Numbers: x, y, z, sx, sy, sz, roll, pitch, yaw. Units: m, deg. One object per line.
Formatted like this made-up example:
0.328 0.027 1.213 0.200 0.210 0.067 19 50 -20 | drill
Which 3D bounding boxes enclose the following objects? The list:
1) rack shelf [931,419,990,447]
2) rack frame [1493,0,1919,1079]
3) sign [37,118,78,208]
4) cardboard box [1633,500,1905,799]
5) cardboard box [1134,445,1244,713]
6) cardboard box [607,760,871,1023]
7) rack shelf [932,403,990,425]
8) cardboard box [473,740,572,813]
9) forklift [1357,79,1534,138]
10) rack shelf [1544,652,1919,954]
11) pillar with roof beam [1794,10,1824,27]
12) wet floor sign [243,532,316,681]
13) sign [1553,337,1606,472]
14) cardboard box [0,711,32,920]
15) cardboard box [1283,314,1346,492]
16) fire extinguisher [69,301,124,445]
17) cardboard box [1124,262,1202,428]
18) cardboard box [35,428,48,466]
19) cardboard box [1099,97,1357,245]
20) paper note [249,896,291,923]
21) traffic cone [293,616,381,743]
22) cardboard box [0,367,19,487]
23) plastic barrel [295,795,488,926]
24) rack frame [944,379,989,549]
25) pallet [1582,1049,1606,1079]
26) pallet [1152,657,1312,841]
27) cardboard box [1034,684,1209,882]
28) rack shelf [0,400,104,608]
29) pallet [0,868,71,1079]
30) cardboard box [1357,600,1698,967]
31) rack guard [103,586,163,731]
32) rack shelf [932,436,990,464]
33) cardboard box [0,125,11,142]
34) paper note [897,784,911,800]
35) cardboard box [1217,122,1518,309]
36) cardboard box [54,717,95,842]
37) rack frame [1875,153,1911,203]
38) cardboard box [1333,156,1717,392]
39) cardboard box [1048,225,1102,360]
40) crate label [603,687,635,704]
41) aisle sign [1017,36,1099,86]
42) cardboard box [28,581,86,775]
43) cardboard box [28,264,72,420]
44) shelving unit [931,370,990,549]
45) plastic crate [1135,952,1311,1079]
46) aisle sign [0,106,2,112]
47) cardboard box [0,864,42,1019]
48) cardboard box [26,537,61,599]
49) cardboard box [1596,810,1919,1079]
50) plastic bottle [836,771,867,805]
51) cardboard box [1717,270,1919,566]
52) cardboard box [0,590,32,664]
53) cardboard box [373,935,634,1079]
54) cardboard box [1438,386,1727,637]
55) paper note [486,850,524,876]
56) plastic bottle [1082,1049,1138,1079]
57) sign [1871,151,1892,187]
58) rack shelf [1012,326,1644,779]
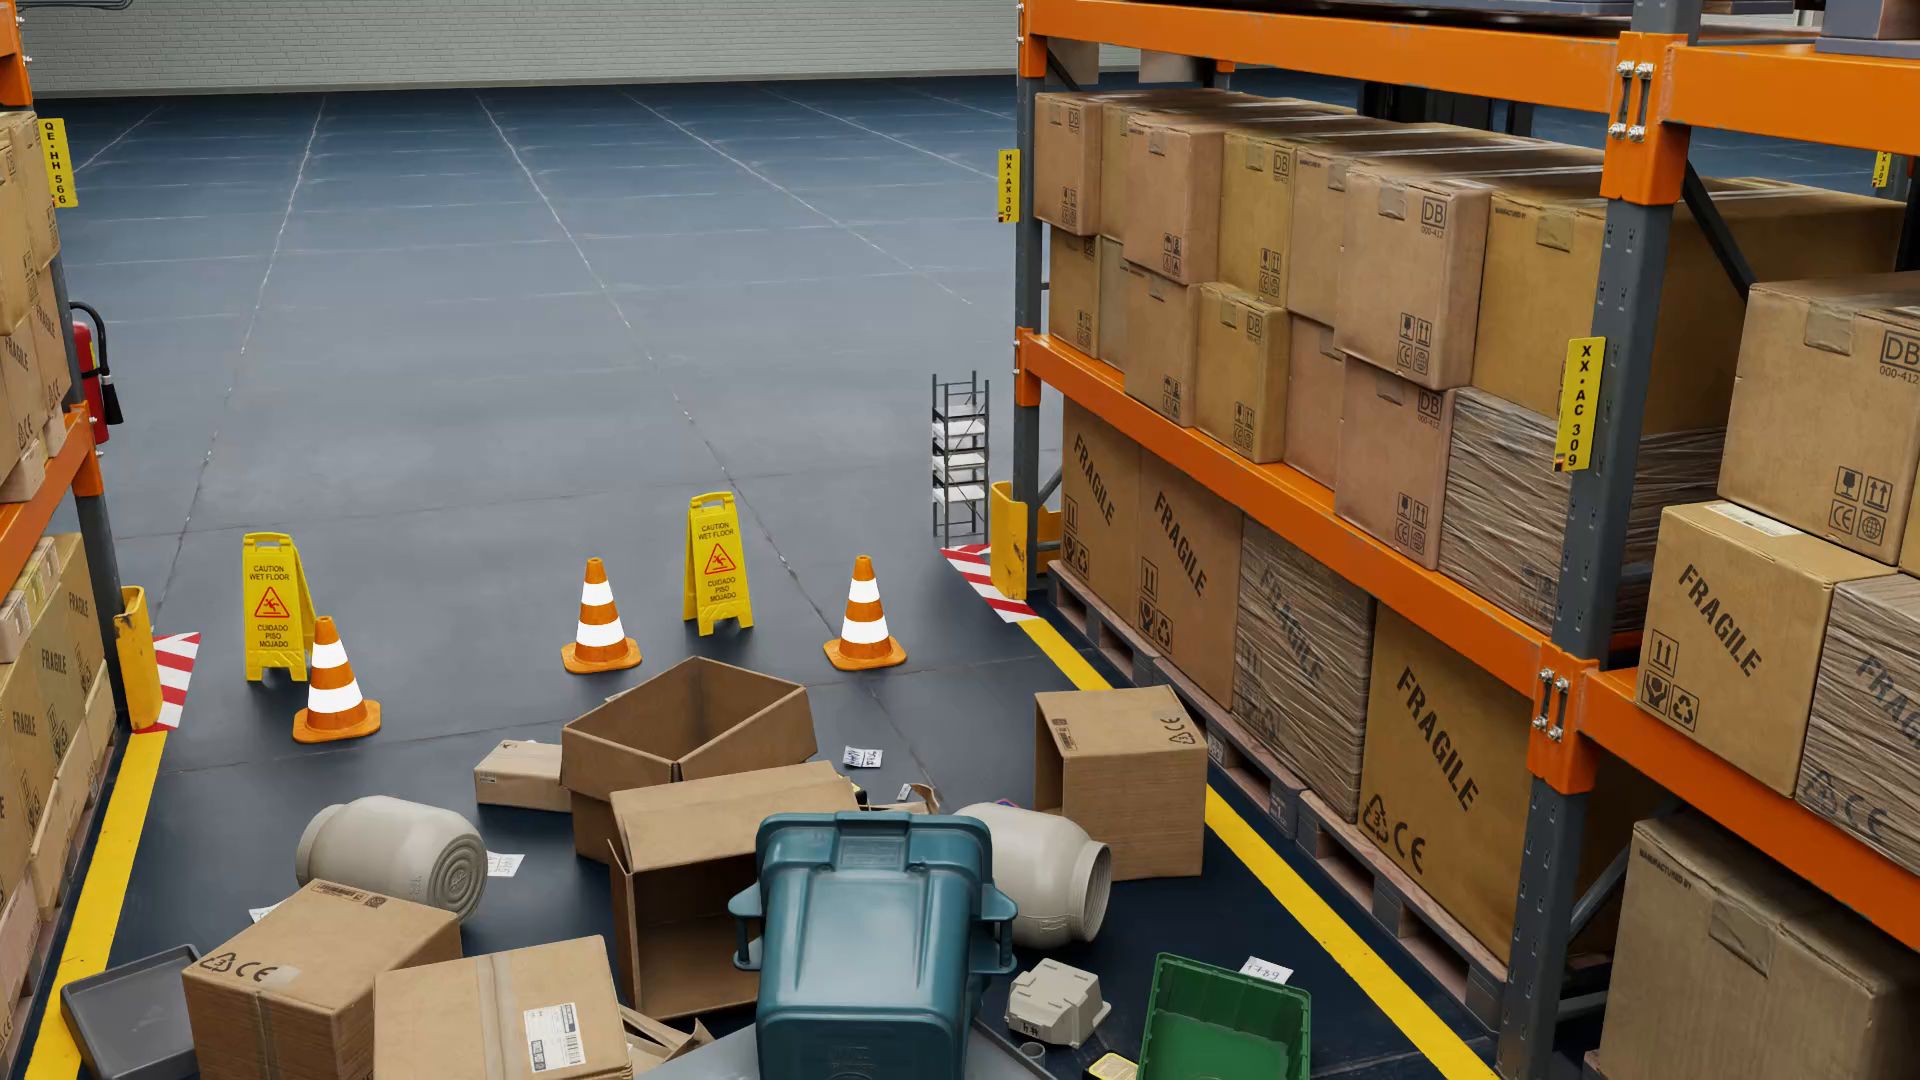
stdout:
0.002 -0.559 8.708 0.258 0.077 0.200 -6 21 -17 | rack shelf
2.008 0.062 4.306 1.000 3.000 0.127 -6 21 -17 | rack frame
-3.383 -1.409 6.223 0.100 0.325 0.005 -6 21 -17 | sign
1.918 0.212 3.740 0.500 0.500 0.500 -6 21 -17 | cardboard box
1.306 0.073 6.796 0.875 0.875 0.875 -7 21 -18 | cardboard box
-0.659 1.042 5.071 0.797 0.637 0.503 -6 21 -17 | cardboard box
0.002 -0.644 8.677 0.258 0.077 0.200 -6 21 -17 | rack shelf
-1.587 0.884 6.235 0.380 0.149 0.250 4 20 11 | cardboard box
3.028 -1.739 9.421 3.031 2.935 1.130 -5 20 -15 | forklift
2.637 1.042 2.641 1.077 0.370 4.000 -6 21 -17 | rack shelf
10.895 -11.305 27.077 9.100 9.000 0.400 -6 21 -17 | pillar with roof beam
-2.960 0.270 7.210 0.267 0.644 0.232 1 20 2 | wet floor sign
1.482 -0.323 3.981 0.100 0.325 0.005 -6 21 -17 | sign
-2.929 0.809 4.564 0.500 0.500 0.500 -5 20 -14 | cardboard box
1.629 -0.486 5.609 0.875 0.550 0.550 -6 21 -17 | cardboard box
-3.515 -0.712 6.577 0.296 0.674 0.183 -6 21 -17 | fire extinguisher
1.161 -0.811 6.514 0.875 0.550 0.550 -6 21 -17 | cardboard box
-3.350 -0.294 5.668 0.380 0.149 0.250 -7 21 -18 | cardboard box
1.091 -1.510 6.865 0.875 0.550 0.550 -6 21 -17 | cardboard box
-2.239 1.227 5.456 0.142 0.019 0.148 -15 25 -36 | paper note
-2.556 0.532 6.752 0.336 0.463 0.334 -6 21 -17 | traffic cone
-3.177 -0.383 4.958 0.500 0.500 0.500 -6 21 -17 | cardboard box
-1.830 1.051 5.363 0.512 0.421 0.421 8 21 20 | plastic barrel
0.034 -0.388 8.666 0.240 0.900 0.006 -6 21 -17 | rack frame
2.322 1.614 4.111 1.003 0.211 1.213 -6 21 -17 | pallet
1.457 0.730 6.572 1.003 0.211 1.213 -6 21 -17 | pallet
0.546 0.848 5.812 0.500 0.500 0.500 -3 20 -8 | cardboard box
-3.288 0.317 4.660 1.077 0.370 4.000 -6 21 -17 | rack shelf
-3.291 1.329 4.905 1.003 0.211 1.213 -6 21 -17 | pallet
1.877 0.655 5.177 0.875 0.875 0.875 -6 21 -16 | cardboard box
-3.892 0.538 6.680 1.175 0.500 0.348 -6 21 -17 | rack guard
0.002 -0.474 8.738 0.258 0.077 0.200 -6 21 -17 | rack shelf
-3.396 -1.017 5.243 0.700 0.500 0.500 -6 21 -17 | cardboard box
-0.208 0.948 6.261 0.032 0.001 0.123 4 20 11 | paper note
1.429 -1.160 5.890 0.875 0.550 0.500 -6 21 -17 | cardboard box
-3.251 0.831 5.612 0.500 0.250 0.500 -6 21 -17 | cardboard box
5.492 -1.716 9.257 1.000 3.000 0.127 -6 21 -17 | rack frame
1.642 -0.803 4.895 0.875 0.550 0.550 -6 21 -17 | cardboard box
0.911 -1.178 7.537 0.875 0.550 0.550 -6 21 -17 | cardboard box
-1.304 0.704 6.755 0.298 0.136 0.250 17 26 39 | crate label
0.444 -2.436 7.415 0.394 0.787 0.004 -6 21 -17 | aisle sign
-3.250 0.477 5.489 0.500 0.500 0.500 -6 21 -15 | cardboard box
-3.484 -0.705 5.855 0.500 0.500 0.500 -7 21 -18 | cardboard box
0.002 -0.421 8.757 0.258 0.900 0.210 -6 21 -17 | shelving unit
0.710 1.442 4.540 0.450 0.188 0.662 13 22 7 | plastic crate
-3.660 -1.937 6.027 0.394 0.787 0.004 -6 21 -17 | aisle sign
-2.936 1.159 4.699 0.500 0.250 0.500 -7 21 -18 | cardboard box
-3.238 0.115 5.536 0.380 0.149 0.250 -6 21 -16 | cardboard box
2.289 1.113 4.088 1.050 0.750 0.750 -6 21 -17 | cardboard box
-0.440 0.948 6.187 0.133 0.061 0.283 -15 25 -36 | plastic bottle
2.170 -0.297 3.679 0.700 0.500 0.500 -7 21 -18 | cardboard box
-3.081 0.281 5.075 0.380 0.149 0.250 -5 20 -15 | cardboard box
-0.979 1.242 3.600 0.500 0.500 0.500 -6 21 -17 | cardboard box
1.881 -0.126 4.607 0.875 0.550 0.550 -6 21 -17 | cardboard box
-1.605 1.120 5.770 0.148 0.019 0.142 1 20 2 | paper note
0.489 1.517 4.603 0.283 0.061 0.133 17 26 39 | plastic bottle
4.976 -2.066 8.950 0.100 0.325 0.005 -6 21 -17 | sign
1.380 -0.241 6.215 1.077 0.370 4.000 -6 21 -17 | rack shelf
